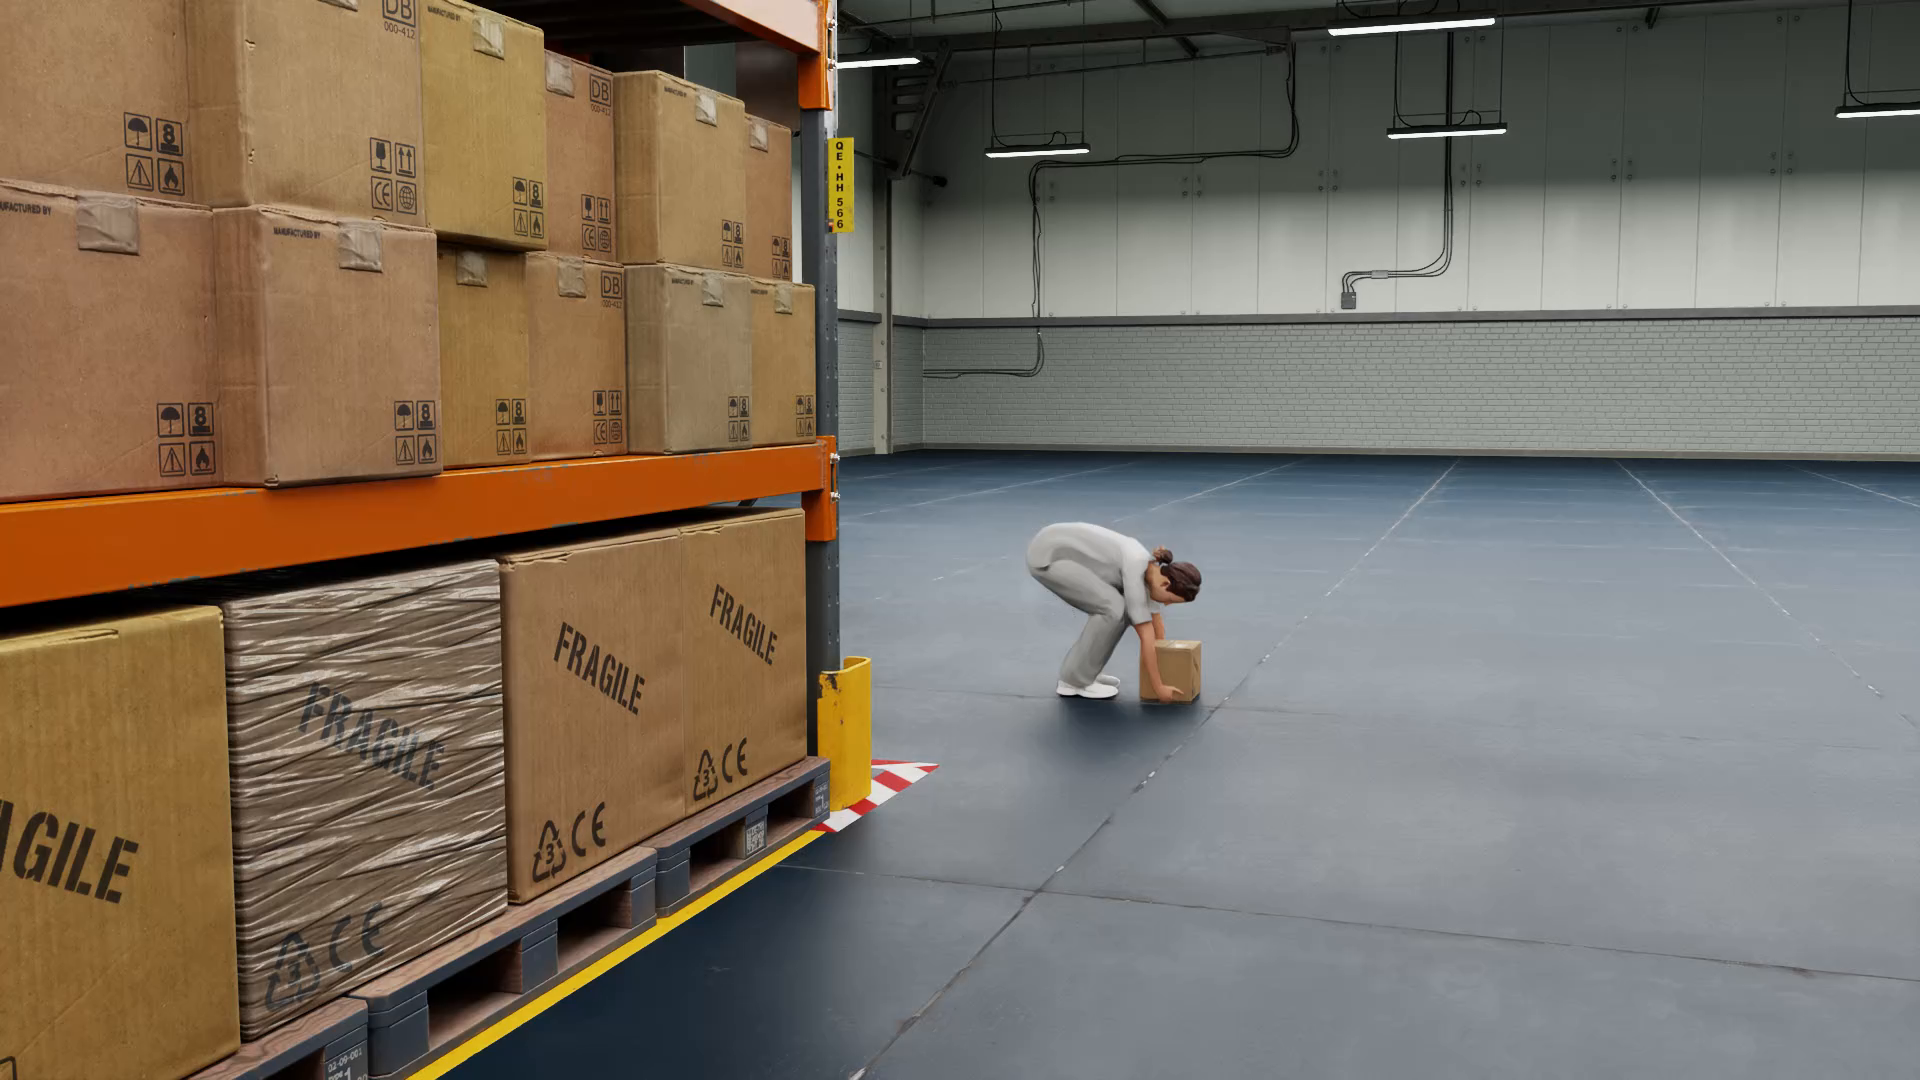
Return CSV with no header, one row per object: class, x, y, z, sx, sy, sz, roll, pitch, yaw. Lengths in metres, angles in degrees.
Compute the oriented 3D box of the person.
person,0.745,0.339,8.086,0.854,0.844,0.469,2,5,16
